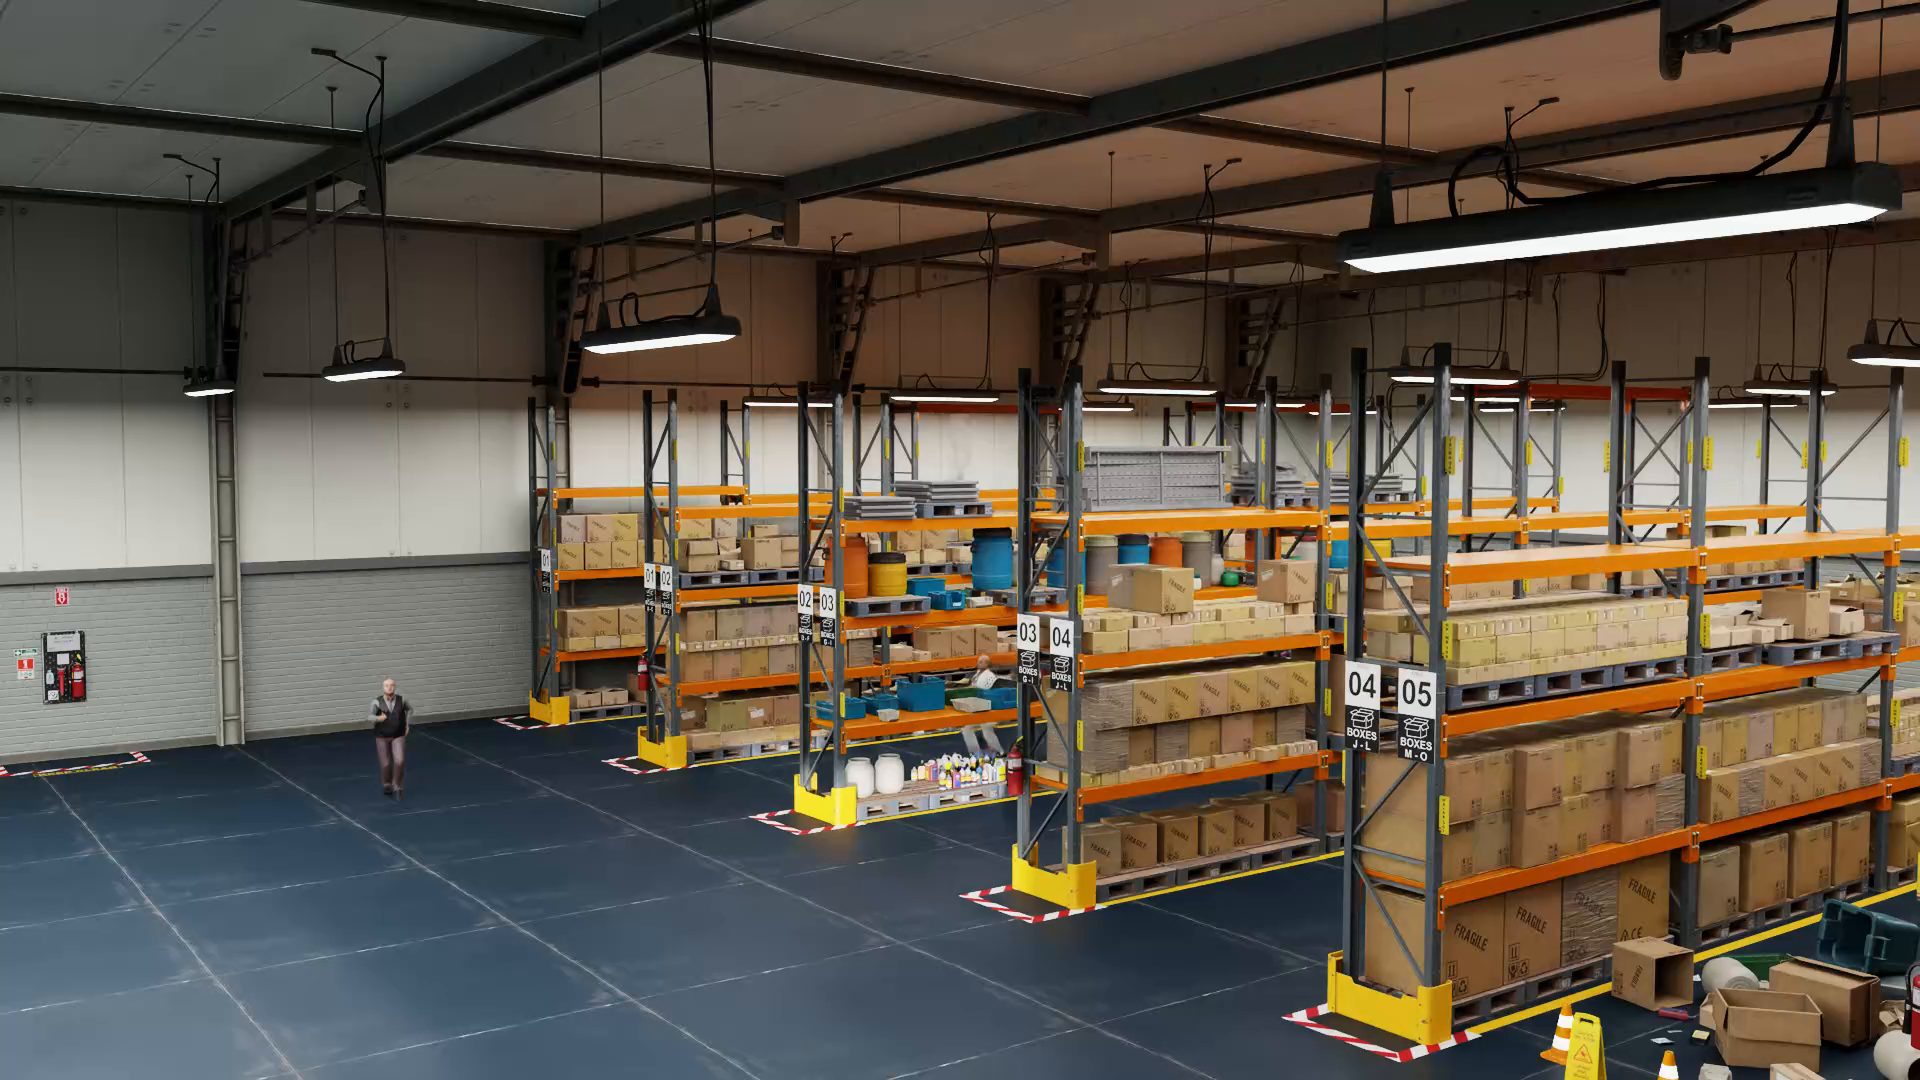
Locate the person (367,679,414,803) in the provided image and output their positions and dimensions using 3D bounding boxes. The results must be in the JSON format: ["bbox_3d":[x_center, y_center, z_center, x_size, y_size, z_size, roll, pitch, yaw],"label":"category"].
[{"bbox_3d":[-8.200,2.887,23.961,0.636,1.770,0.726,-1,4,-19],"label":"person"}]

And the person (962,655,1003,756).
[{"bbox_3d":[0.347,2.733,26.348,0.803,1.837,0.678,-3,4,-38],"label":"person"}]
